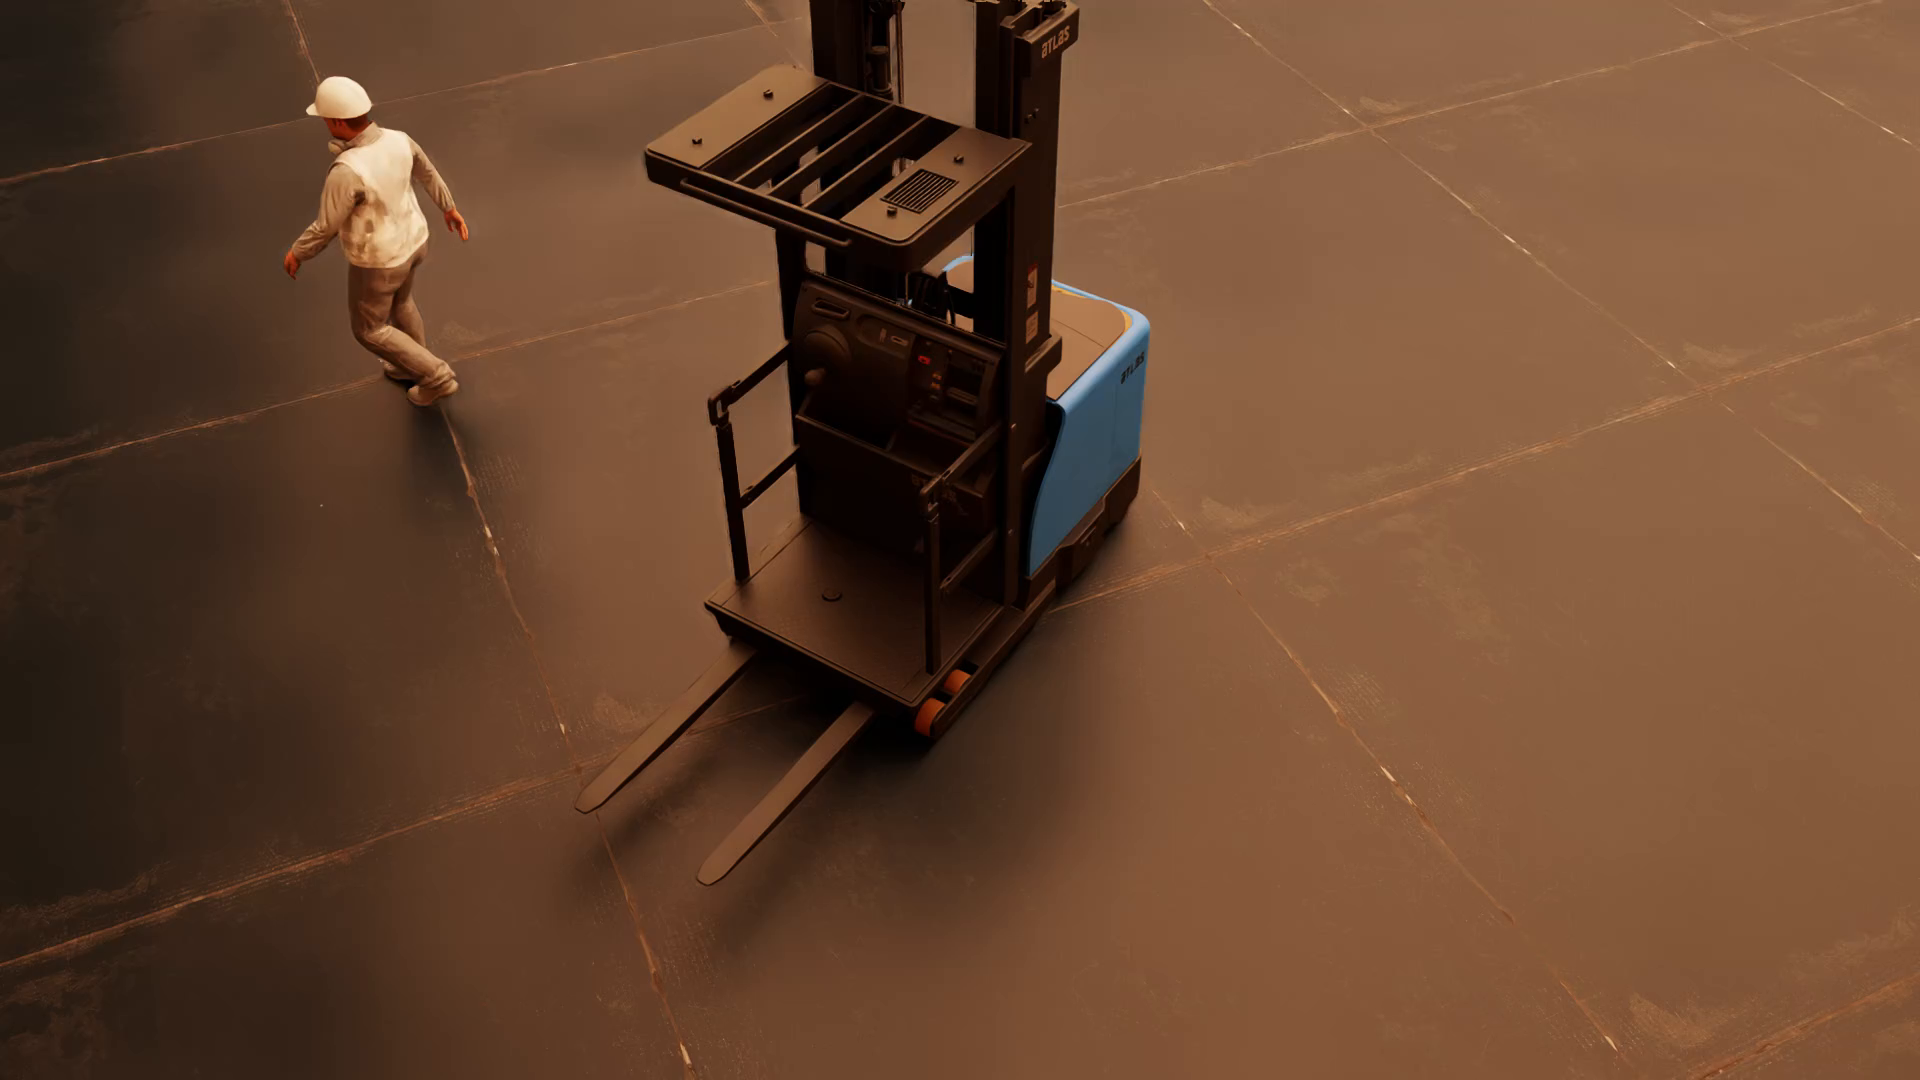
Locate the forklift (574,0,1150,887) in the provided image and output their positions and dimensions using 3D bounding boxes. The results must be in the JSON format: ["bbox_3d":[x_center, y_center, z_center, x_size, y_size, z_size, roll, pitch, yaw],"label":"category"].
[{"bbox_3d":[-0.376,-0.618,6.342,1.130,2.935,3.031,24,48,24],"label":"forklift"}]

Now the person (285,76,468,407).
[{"bbox_3d":[-2.793,-1.431,8.080,0.630,1.755,0.803,13,45,14],"label":"person"}]
